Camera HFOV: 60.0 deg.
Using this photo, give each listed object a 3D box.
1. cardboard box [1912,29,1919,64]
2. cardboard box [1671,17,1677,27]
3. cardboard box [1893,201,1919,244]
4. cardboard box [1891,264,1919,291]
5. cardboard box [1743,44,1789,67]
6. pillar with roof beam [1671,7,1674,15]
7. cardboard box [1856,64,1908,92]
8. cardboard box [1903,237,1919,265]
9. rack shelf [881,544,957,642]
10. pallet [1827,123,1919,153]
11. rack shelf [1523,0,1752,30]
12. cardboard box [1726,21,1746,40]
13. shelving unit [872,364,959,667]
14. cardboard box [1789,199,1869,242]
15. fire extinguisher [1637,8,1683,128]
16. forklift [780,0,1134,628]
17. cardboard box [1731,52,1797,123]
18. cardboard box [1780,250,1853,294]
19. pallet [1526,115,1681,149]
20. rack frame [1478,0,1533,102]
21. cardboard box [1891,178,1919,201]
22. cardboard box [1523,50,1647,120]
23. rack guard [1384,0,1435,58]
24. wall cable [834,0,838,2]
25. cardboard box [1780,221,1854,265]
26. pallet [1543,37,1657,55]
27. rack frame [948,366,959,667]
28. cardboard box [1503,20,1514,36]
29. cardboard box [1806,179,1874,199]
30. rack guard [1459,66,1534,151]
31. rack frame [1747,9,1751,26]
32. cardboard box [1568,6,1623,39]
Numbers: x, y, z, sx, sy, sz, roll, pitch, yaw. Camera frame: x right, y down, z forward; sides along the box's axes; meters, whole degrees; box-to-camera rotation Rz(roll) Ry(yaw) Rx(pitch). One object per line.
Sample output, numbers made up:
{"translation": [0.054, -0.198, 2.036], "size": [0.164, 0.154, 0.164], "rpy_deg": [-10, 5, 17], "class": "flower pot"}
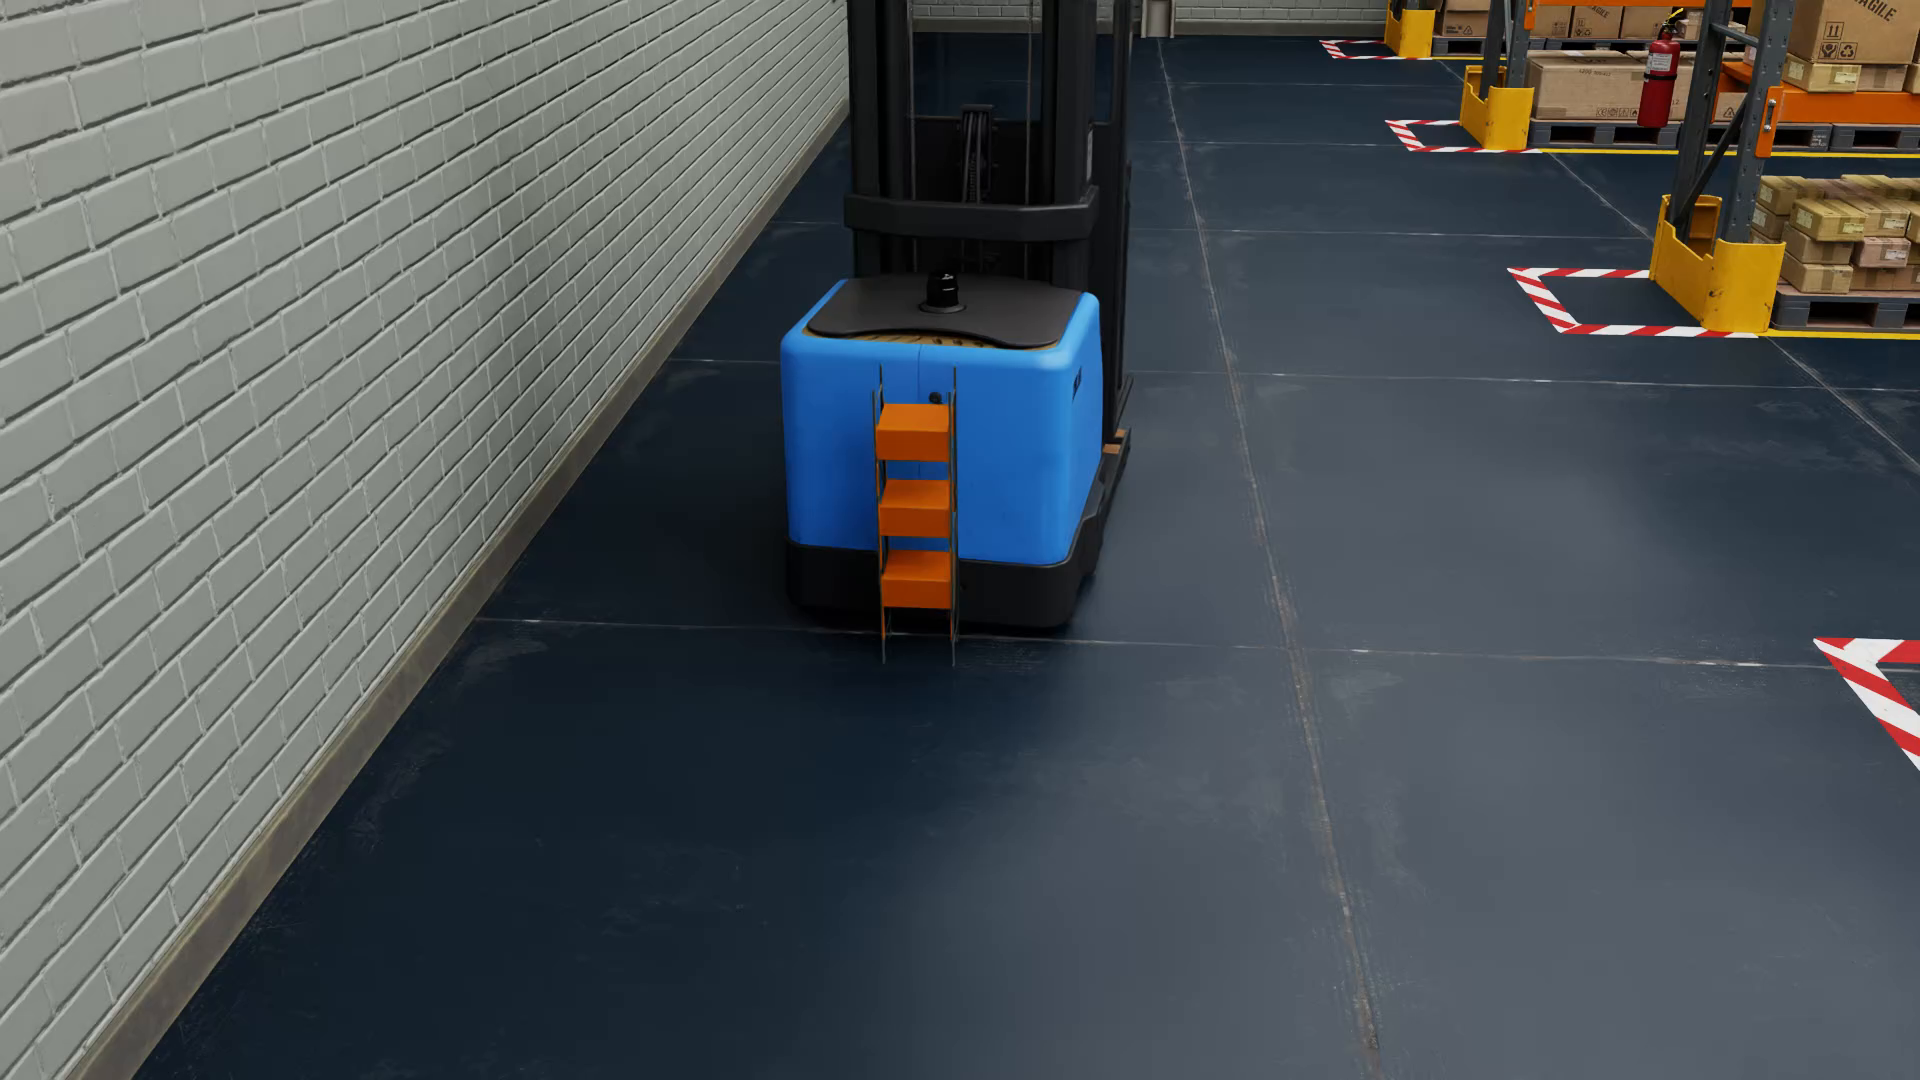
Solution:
{"translation": [5.271, -2.808, 8.789], "size": [0.500, 0.500, 0.500], "rpy_deg": [2, 25, 4], "class": "cardboard box"}
{"translation": [7.879, -5.800, 18.675], "size": [0.250, 0.149, 0.380], "rpy_deg": [2, 25, 3], "class": "cardboard box"}
{"translation": [5.331, -1.751, 9.163], "size": [0.250, 0.149, 0.380], "rpy_deg": [2, 25, 4], "class": "cardboard box"}
{"translation": [5.322, -1.530, 9.394], "size": [0.250, 0.149, 0.380], "rpy_deg": [2, 25, 5], "class": "cardboard box"}
{"translation": [4.656, -2.757, 9.453], "size": [0.250, 0.149, 0.380], "rpy_deg": [2, 25, 4], "class": "cardboard box"}
{"translation": [7.997, -8.100, 13.588], "size": [0.400, 9.000, 9.100], "rpy_deg": [2, 25, 4], "class": "pillar with roof beam"}
{"translation": [4.864, -2.512, 8.920], "size": [0.250, 0.149, 0.380], "rpy_deg": [3, 25, 6], "class": "cardboard box"}
{"translation": [5.331, -1.667, 9.337], "size": [0.250, 0.149, 0.380], "rpy_deg": [2, 25, 5], "class": "cardboard box"}
{"translation": [-0.139, 0.183, 5.764], "size": [0.240, 0.259, 0.215], "rpy_deg": [2, 30, 4], "class": "rack shelf"}
{"translation": [7.823, -3.492, 14.087], "size": [1.213, 0.211, 1.003], "rpy_deg": [2, 25, 4], "class": "pallet"}
{"translation": [6.581, -4.439, 13.669], "size": [4.000, 0.370, 1.077], "rpy_deg": [2, 25, 4], "class": "rack shelf"}
{"translation": [8.374, -5.562, 18.157], "size": [0.250, 0.149, 0.380], "rpy_deg": [1, 25, 2], "class": "cardboard box"}
{"translation": [-0.142, -0.068, 5.621], "size": [0.252, 1.050, 0.215], "rpy_deg": [2, 30, 4], "class": "shelving unit"}
{"translation": [4.805, -1.771, 9.207], "size": [0.250, 0.149, 0.380], "rpy_deg": [1, 25, 2], "class": "cardboard box"}
{"translation": [4.093, -2.759, 9.697], "size": [0.183, 0.674, 0.296], "rpy_deg": [2, 25, 4], "class": "fire extinguisher"}
{"translation": [0.161, -1.610, 6.742], "size": [1.130, 2.935, 3.031], "rpy_deg": [5, 25, 10], "class": "forklift"}
{"translation": [7.065, -3.822, 14.030], "size": [0.875, 0.438, 0.875], "rpy_deg": [1, 25, 2], "class": "cardboard box"}
{"translation": [4.807, -1.509, 9.349], "size": [0.250, 0.149, 0.380], "rpy_deg": [2, 25, 5], "class": "cardboard box"}
{"translation": [5.391, -3.570, 14.256], "size": [1.213, 0.211, 1.003], "rpy_deg": [2, 25, 4], "class": "pallet"}
{"translation": [4.587, -4.830, 13.658], "size": [0.127, 3.000, 1.000], "rpy_deg": [2, 25, 4], "class": "rack frame"}
{"translation": [5.624, -1.996, 9.696], "size": [0.250, 0.149, 0.380], "rpy_deg": [1, 25, 2], "class": "cardboard box"}
{"translation": [5.253, -3.877, 14.151], "size": [0.875, 0.438, 0.875], "rpy_deg": [1, 25, 2], "class": "cardboard box"}
{"translation": [5.039, -5.761, 18.672], "size": [0.348, 0.500, 1.175], "rpy_deg": [2, 25, 4], "class": "rack guard"}
{"translation": [-1.037, -5.476, 13.810], "size": [0.123, 1.953, 0.585], "rpy_deg": [2, 25, 4], "class": "wall cable"}
{"translation": [4.812, -1.671, 9.345], "size": [0.250, 0.149, 0.380], "rpy_deg": [3, 25, 6], "class": "cardboard box"}
{"translation": [7.047, -5.564, 18.590], "size": [1.213, 0.211, 1.003], "rpy_deg": [2, 25, 4], "class": "pallet"}
{"translation": [-0.020, -0.064, 5.612], "size": [0.008, 1.050, 0.200], "rpy_deg": [2, 30, 4], "class": "rack frame"}
{"translation": [5.987, -5.706, 18.469], "size": [0.250, 0.149, 0.380], "rpy_deg": [1, 25, 2], "class": "cardboard box"}
{"translation": [5.102, -1.986, 9.675], "size": [0.250, 0.149, 0.380], "rpy_deg": [2, 25, 5], "class": "cardboard box"}
{"translation": [4.563, -3.695, 14.182], "size": [0.348, 0.500, 1.175], "rpy_deg": [2, 25, 4], "class": "rack guard"}
{"translation": [8.952, -6.771, 17.876], "size": [0.127, 3.000, 1.000], "rpy_deg": [2, 25, 4], "class": "rack frame"}
{"translation": [6.935, -5.793, 18.239], "size": [0.500, 0.500, 0.500], "rpy_deg": [2, 25, 5], "class": "cardboard box"}
